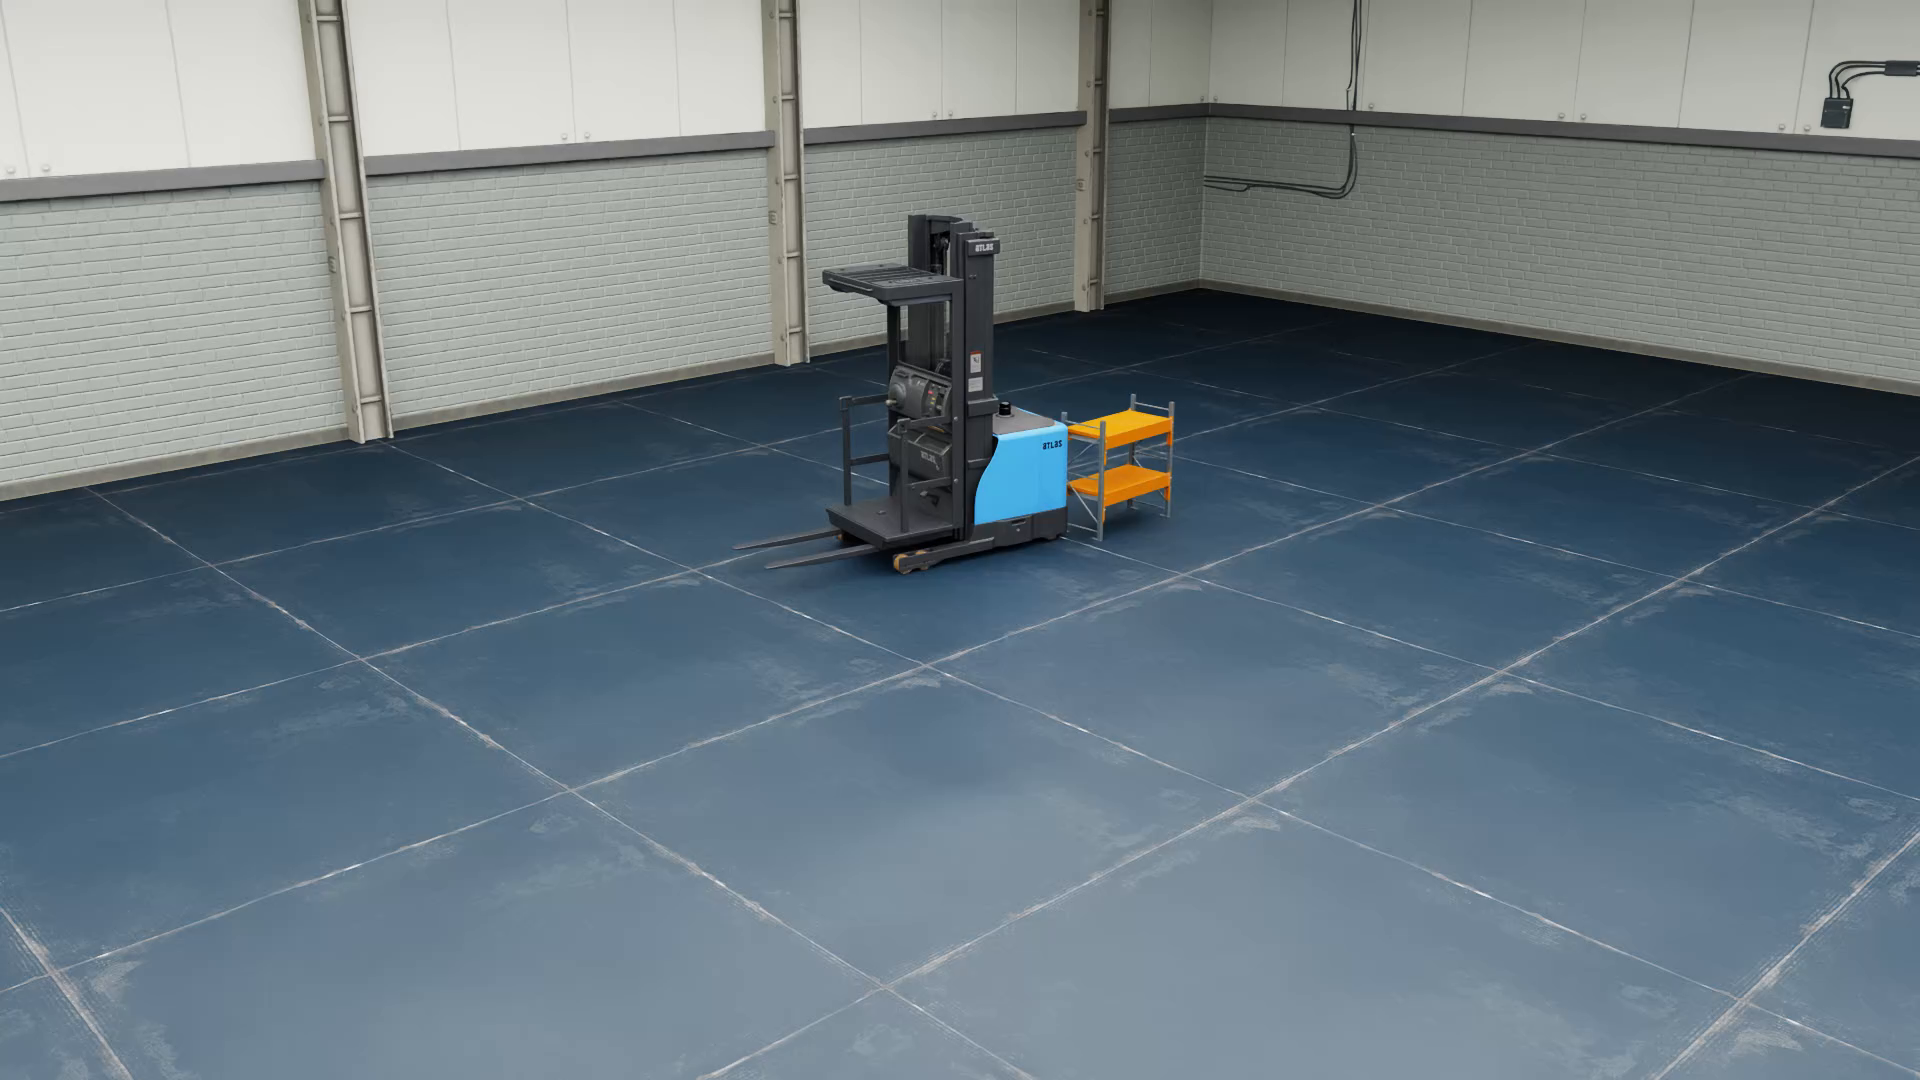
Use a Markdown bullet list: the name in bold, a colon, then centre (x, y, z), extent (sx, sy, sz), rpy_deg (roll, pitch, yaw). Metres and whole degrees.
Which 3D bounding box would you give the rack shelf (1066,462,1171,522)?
- **rack shelf**: centre (1.469, -0.460, 15.639), extent (0.538, 0.278, 1.000), rpy_deg (17, 24, 41)

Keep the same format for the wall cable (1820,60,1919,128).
- **wall cable**: centre (11.620, -7.793, 19.180), extent (0.169, 6.003, 2.305), rpy_deg (-16, 24, -41)

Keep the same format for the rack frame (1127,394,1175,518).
- **rack frame**: centre (1.822, -0.806, 15.912), extent (0.500, 1.125, 0.032), rpy_deg (17, 24, 41)

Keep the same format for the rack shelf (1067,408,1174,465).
- **rack shelf**: centre (1.469, -0.971, 15.473), extent (0.538, 0.278, 1.000), rpy_deg (17, 24, 41)

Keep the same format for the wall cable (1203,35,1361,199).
- **wall cable**: centre (5.109, -6.829, 26.756), extent (0.112, 2.526, 3.097), rpy_deg (-16, 24, -41)

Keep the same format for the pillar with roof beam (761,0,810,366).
- **pillar with roof beam**: centre (0.658, -5.742, 18.369), extent (0.400, 9.000, 9.100), rpy_deg (-16, 24, -41)

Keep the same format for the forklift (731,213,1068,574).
- **forklift**: centre (-0.525, -1.288, 14.471), extent (3.031, 2.935, 1.130), rpy_deg (-11, 21, -31)

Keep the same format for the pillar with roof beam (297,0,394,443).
- **pillar with roof beam**: centre (-3.702, -4.470, 14.448), extent (0.400, 9.000, 9.100), rpy_deg (-16, 24, -41)

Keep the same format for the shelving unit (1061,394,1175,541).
- **shelving unit**: centre (1.469, -0.693, 15.564), extent (0.538, 1.125, 1.048), rpy_deg (17, 24, 41)

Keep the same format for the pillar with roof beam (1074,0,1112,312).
- **pillar with roof beam**: centre (5.017, -7.013, 22.290), extent (0.400, 9.000, 9.100), rpy_deg (-16, 24, -41)

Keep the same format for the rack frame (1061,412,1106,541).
- **rack frame**: centre (1.116, -0.580, 15.215), extent (0.500, 1.125, 0.032), rpy_deg (17, 24, 41)

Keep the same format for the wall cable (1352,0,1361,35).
- **wall cable**: centre (6.968, -8.625, 24.107), extent (0.112, 2.526, 3.097), rpy_deg (-16, 24, -41)
